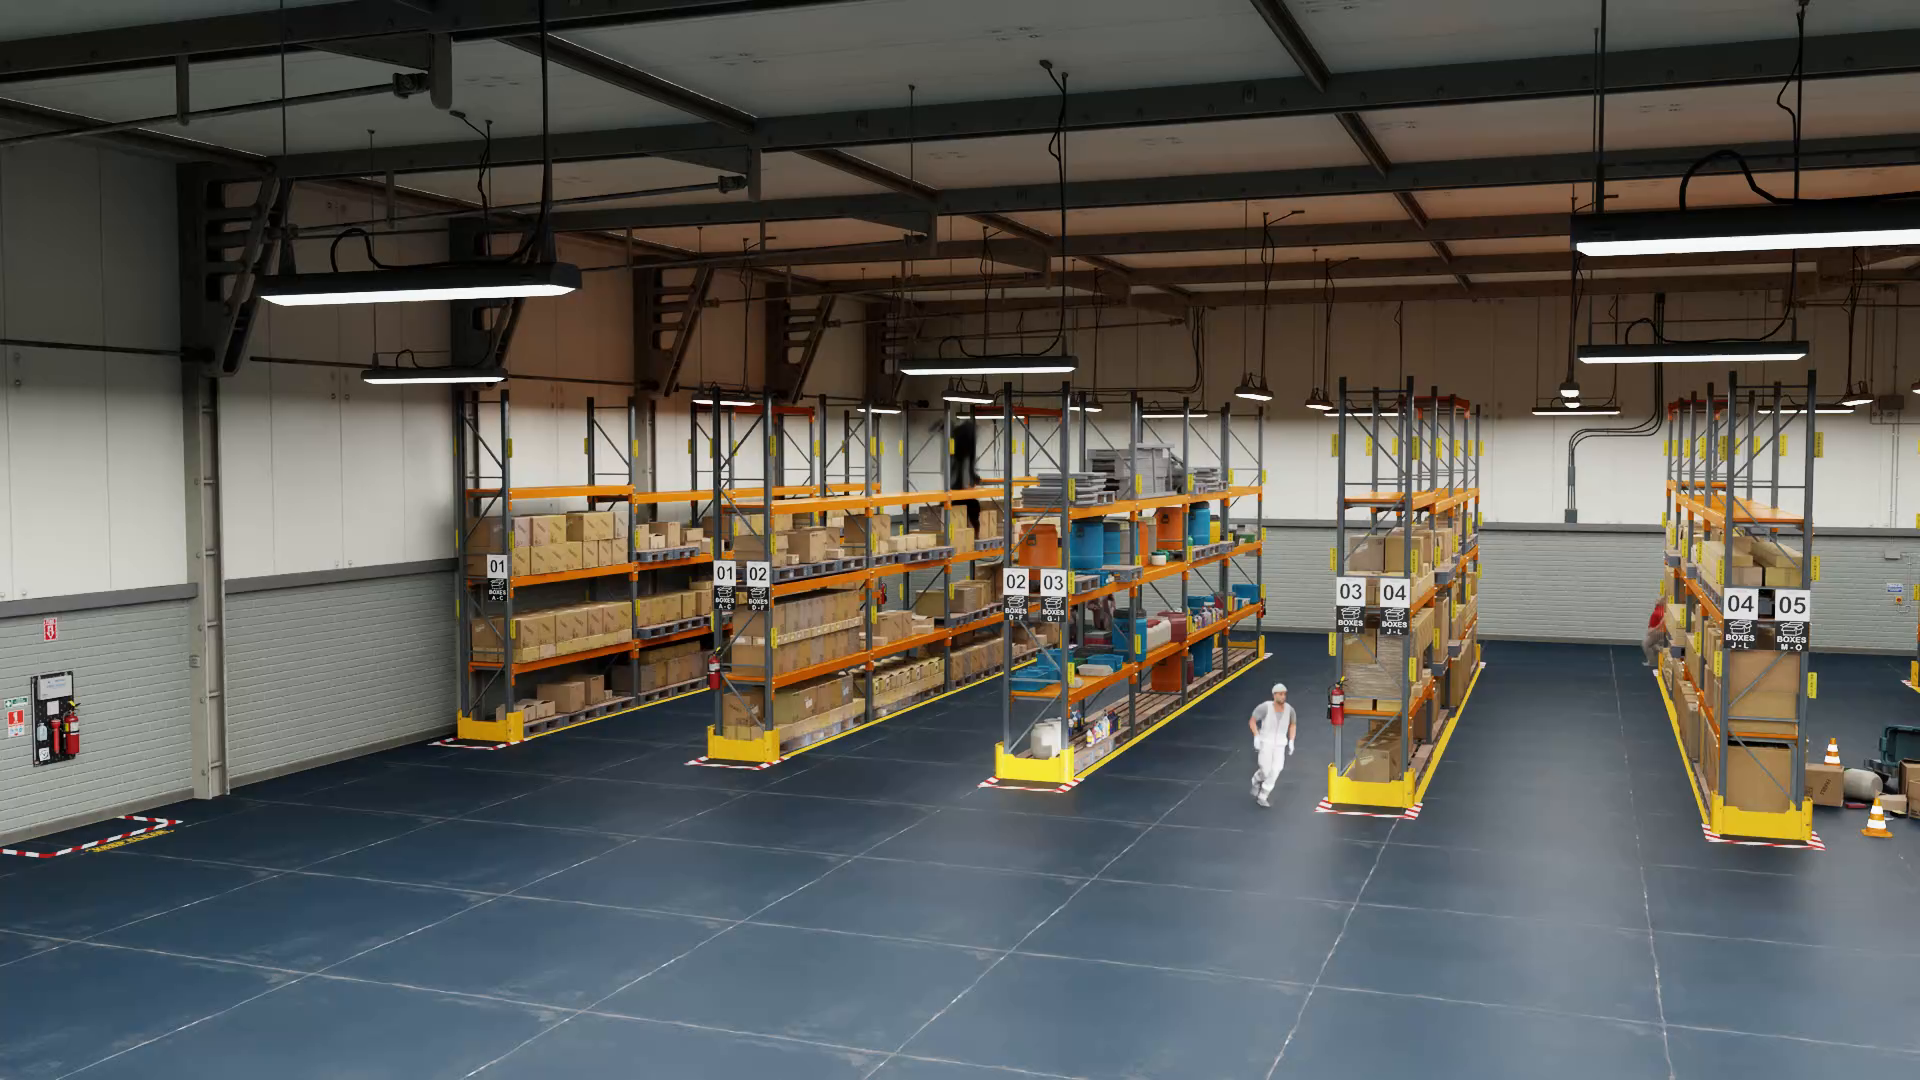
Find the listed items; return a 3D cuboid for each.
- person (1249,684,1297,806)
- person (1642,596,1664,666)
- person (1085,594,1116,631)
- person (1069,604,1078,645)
[{"bbox_3d":[4.393,2.858,23.350,0.666,1.723,0.564,0,3,-5],"label":"person"},{"bbox_3d":[15.854,2.107,37.920,0.594,1.614,0.730,2,4,31],"label":"person"},{"bbox_3d":[3.410,1.924,40.401,0.737,1.788,0.979,0,3,6],"label":"person"},{"bbox_3d":[2.950,1.832,42.394,0.710,1.757,0.657,2,4,38],"label":"person"}]
